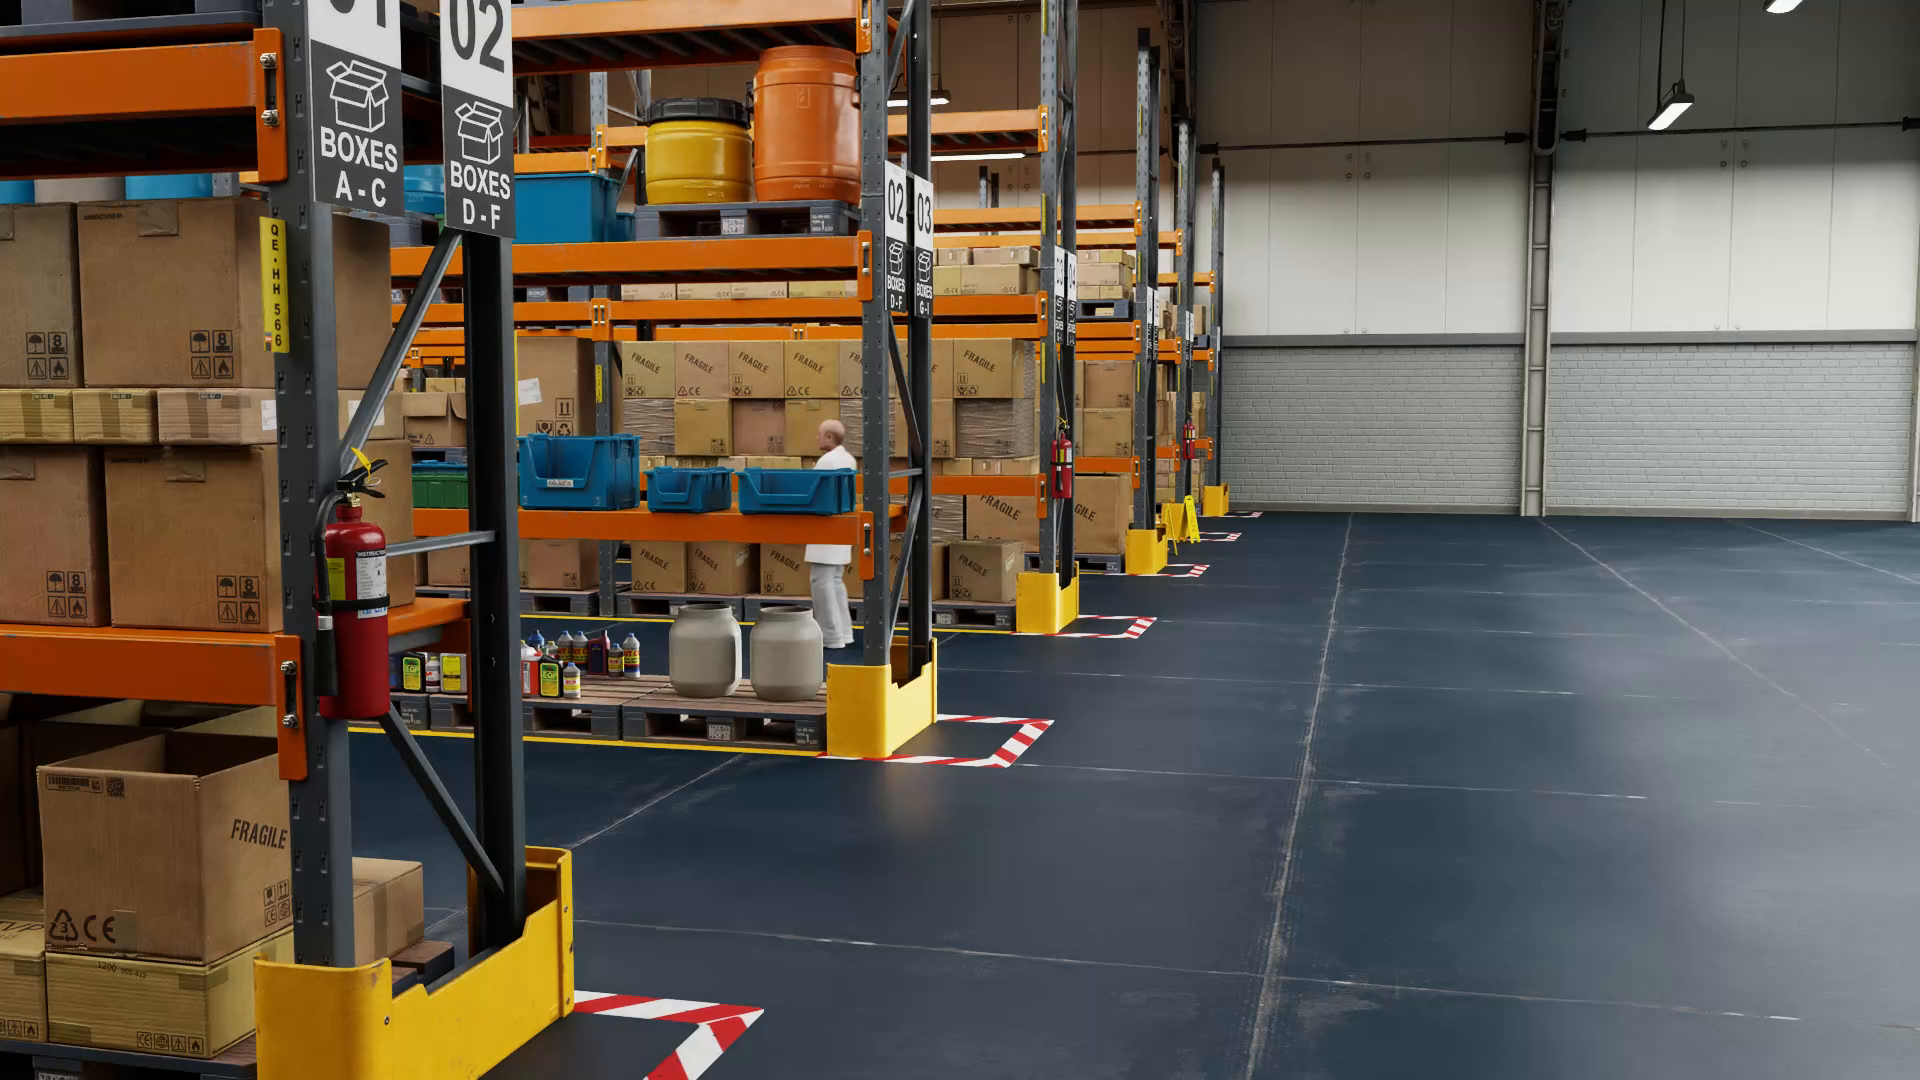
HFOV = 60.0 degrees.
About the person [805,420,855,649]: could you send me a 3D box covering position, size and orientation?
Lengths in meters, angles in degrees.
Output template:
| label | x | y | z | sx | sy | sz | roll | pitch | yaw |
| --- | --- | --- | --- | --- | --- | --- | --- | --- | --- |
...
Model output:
| label | x | y | z | sx | sy | sz | roll | pitch | yaw |
| --- | --- | --- | --- | --- | --- | --- | --- | --- | --- |
| person | -1.087 | -0.053 | 13.057 | 0.499 | 1.782 | 0.566 | 1 | 5 | 13 |
